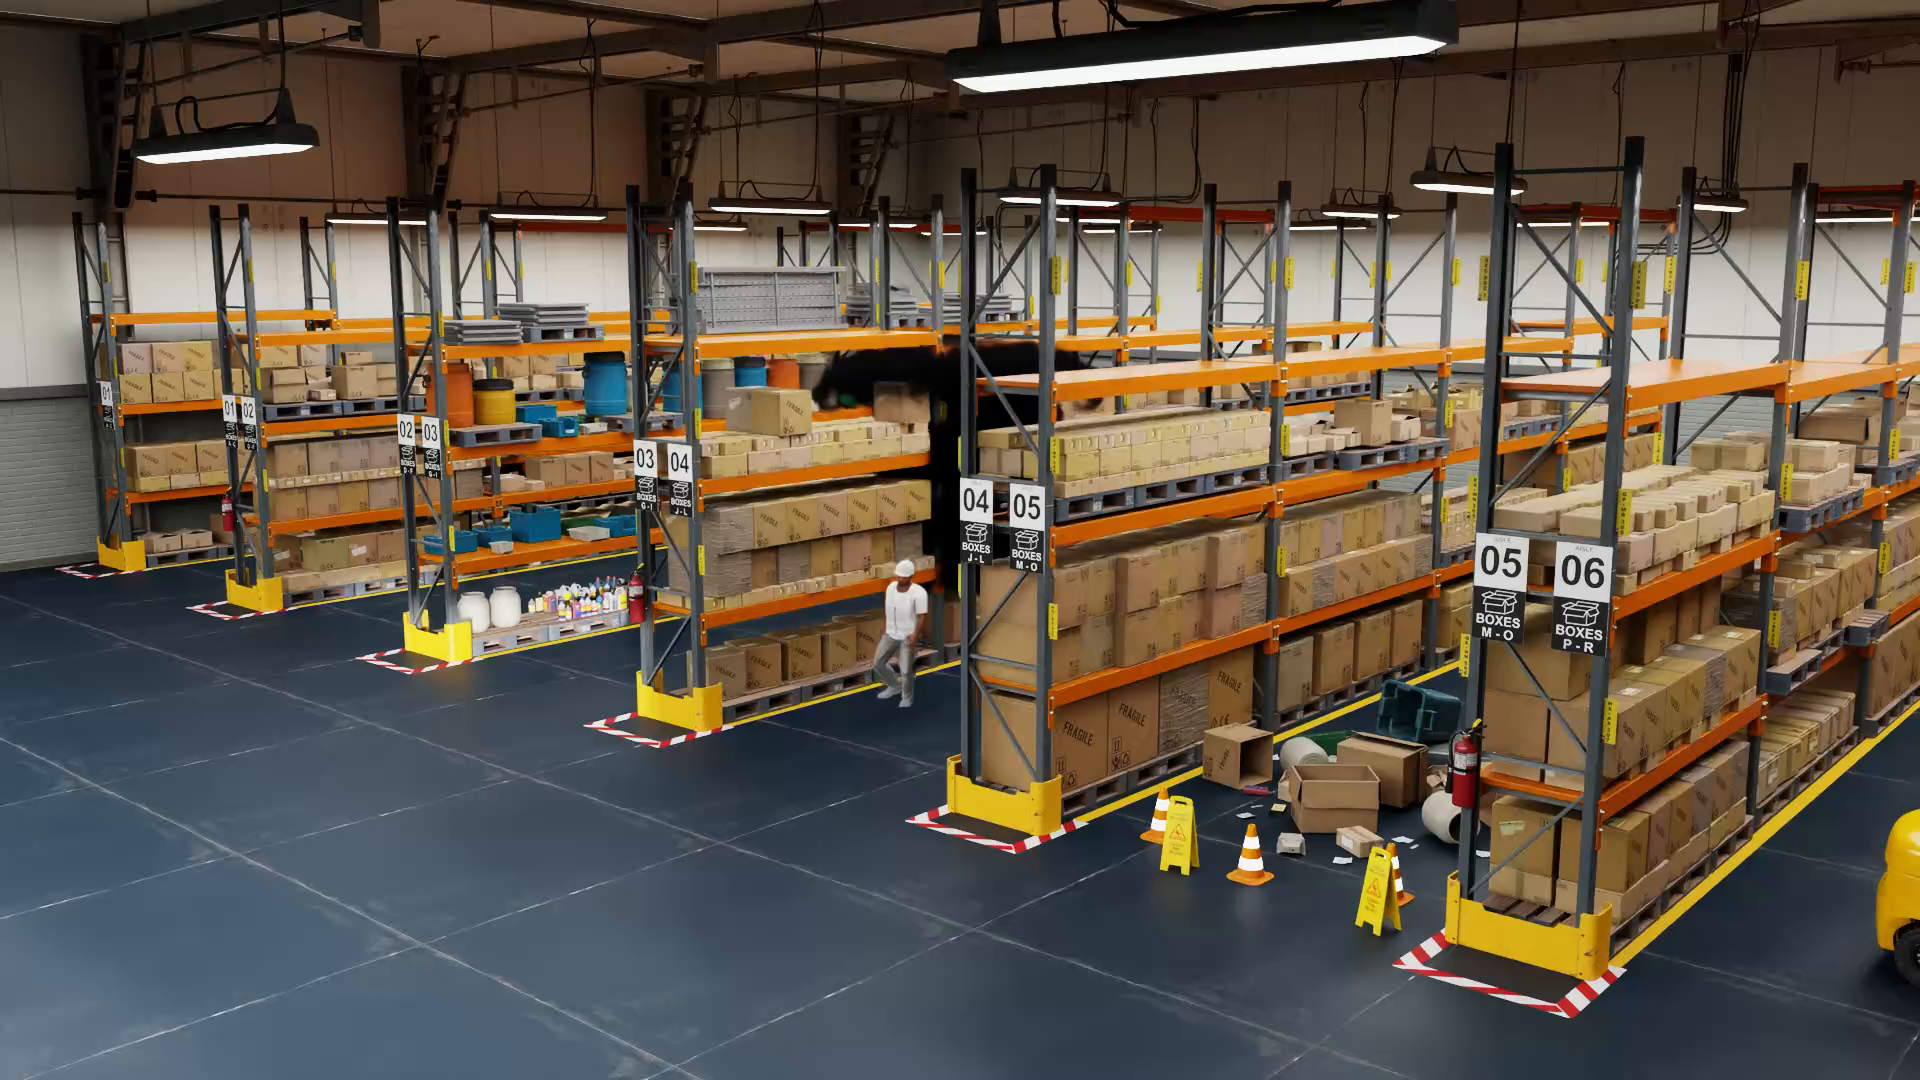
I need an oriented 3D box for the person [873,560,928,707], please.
[{"bbox_3d":[-0.693,1.066,18.640,0.741,1.722,0.656,6,11,30],"label":"person"}]
